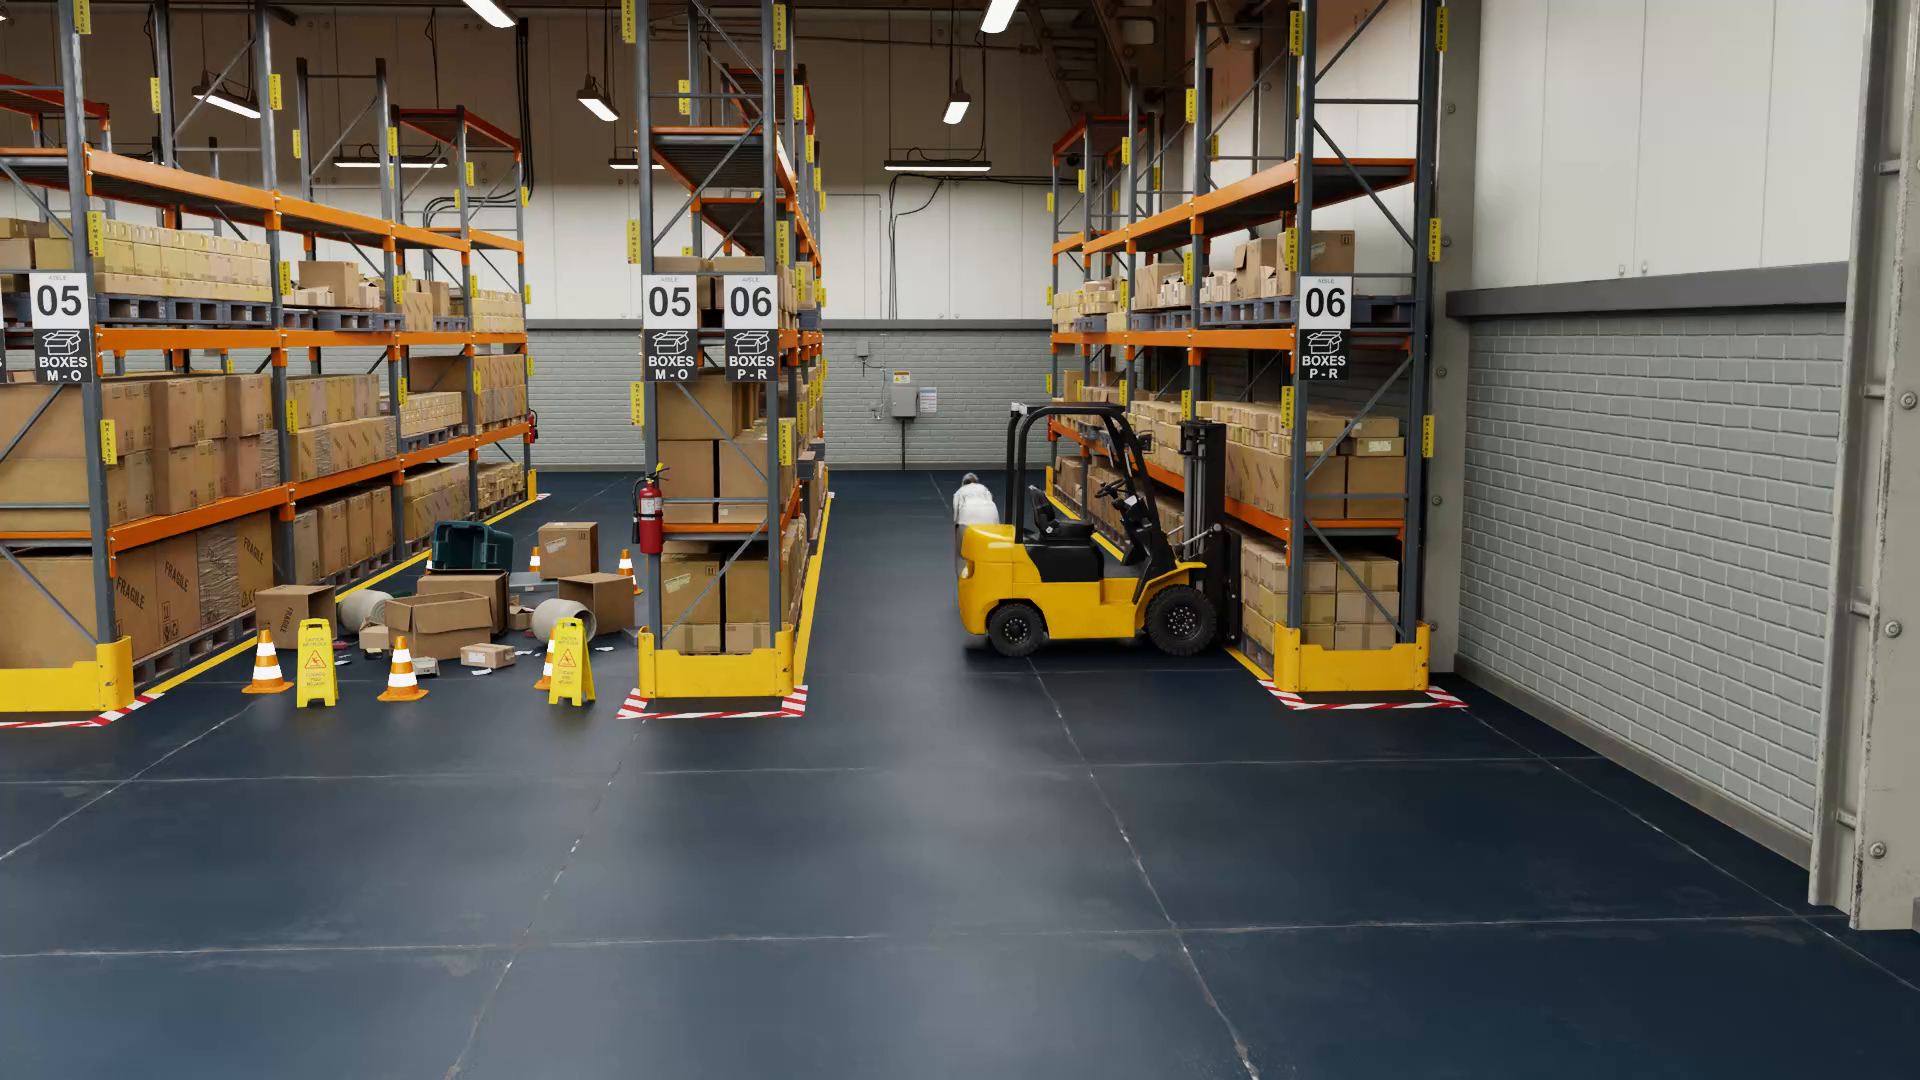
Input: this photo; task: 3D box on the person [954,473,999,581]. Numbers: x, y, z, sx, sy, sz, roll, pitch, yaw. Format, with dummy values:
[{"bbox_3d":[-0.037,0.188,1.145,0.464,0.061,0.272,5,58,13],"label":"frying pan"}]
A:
[{"bbox_3d":[0.165,-0.045,17.232,0.456,1.250,0.872,-1,7,-5],"label":"person"}]
